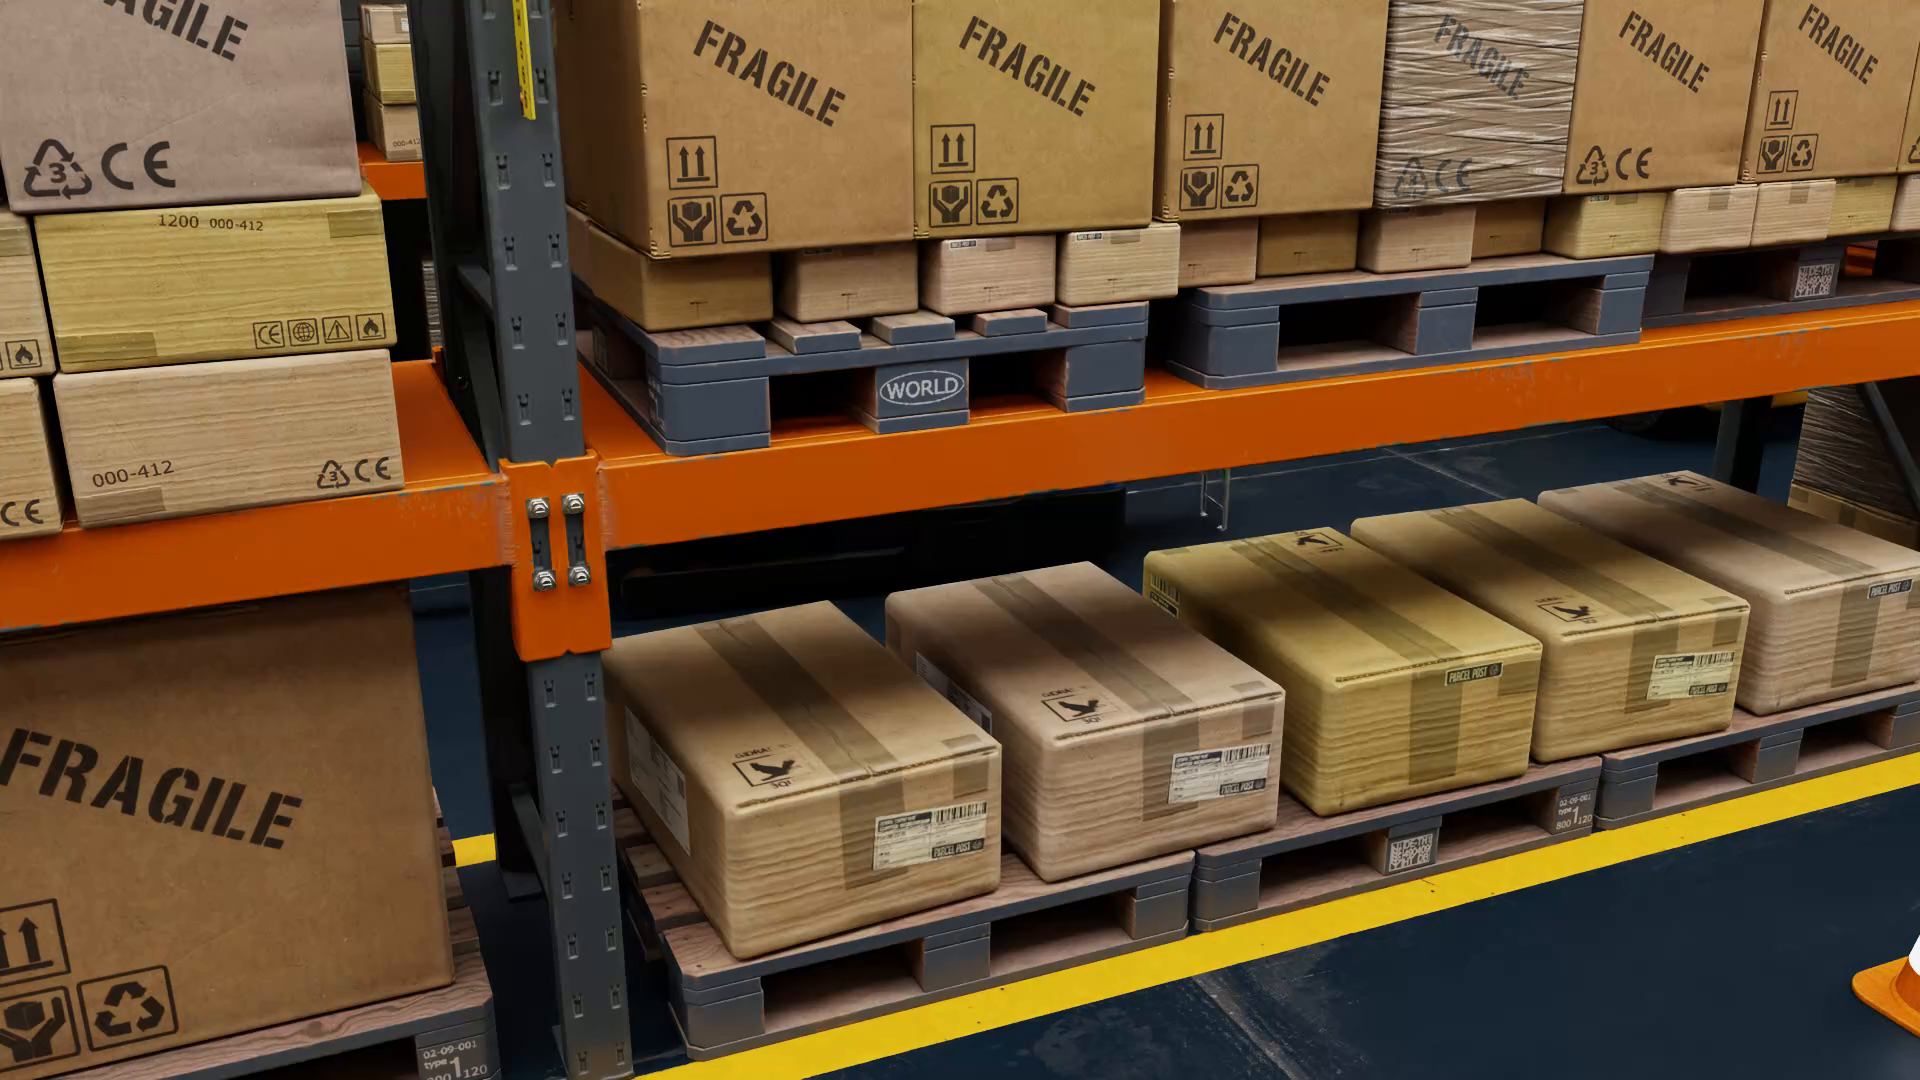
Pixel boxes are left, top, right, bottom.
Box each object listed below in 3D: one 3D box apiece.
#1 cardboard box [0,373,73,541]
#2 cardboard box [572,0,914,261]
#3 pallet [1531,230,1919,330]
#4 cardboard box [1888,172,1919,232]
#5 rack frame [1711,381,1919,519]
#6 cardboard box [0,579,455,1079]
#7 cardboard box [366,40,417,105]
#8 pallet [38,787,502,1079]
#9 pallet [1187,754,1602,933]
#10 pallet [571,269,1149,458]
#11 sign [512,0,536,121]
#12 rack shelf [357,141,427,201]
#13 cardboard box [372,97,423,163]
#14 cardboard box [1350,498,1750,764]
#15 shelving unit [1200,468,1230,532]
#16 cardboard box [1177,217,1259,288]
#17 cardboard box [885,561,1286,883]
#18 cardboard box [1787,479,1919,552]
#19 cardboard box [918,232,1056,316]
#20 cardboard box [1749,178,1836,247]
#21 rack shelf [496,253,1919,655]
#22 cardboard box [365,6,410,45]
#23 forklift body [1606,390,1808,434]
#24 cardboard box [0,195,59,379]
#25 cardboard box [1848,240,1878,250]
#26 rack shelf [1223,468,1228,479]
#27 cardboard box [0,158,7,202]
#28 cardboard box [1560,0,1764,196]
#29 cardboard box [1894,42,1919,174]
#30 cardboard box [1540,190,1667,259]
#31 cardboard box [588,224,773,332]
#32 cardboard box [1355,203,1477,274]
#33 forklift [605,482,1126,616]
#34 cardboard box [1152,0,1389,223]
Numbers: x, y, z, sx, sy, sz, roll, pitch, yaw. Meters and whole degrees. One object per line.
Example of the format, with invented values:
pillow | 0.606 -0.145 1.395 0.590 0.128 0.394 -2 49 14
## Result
cardboard box | -1.745 -0.170 2.714 0.500 0.250 0.500 -8 21 -21
cardboard box | -0.416 -0.833 3.140 0.500 0.500 0.500 -9 21 -23
pallet | 1.993 -0.838 4.675 1.213 0.211 1.003 -8 21 -22
cardboard box | 2.389 -0.913 4.343 0.250 0.149 0.380 -8 21 -21
rack frame | 2.752 -0.985 4.802 0.127 3.000 1.000 -8 21 -22
cardboard box | -1.588 0.411 3.405 0.875 0.875 0.875 -8 21 -22
cardboard box | -2.376 -2.113 7.480 0.500 0.250 0.500 -8 21 -22
pallet | -1.674 0.937 3.542 1.213 0.211 1.003 -8 21 -22
pallet | 0.916 0.595 4.514 1.213 0.211 1.003 -8 21 -22
pallet | -0.308 -0.494 3.698 1.003 0.211 1.213 -8 21 -22
sign | -0.698 -0.836 2.636 0.005 0.325 0.100 -8 21 -22
rack shelf | -1.054 -1.896 8.472 4.000 0.370 1.077 -8 21 -22
cardboard box | -2.386 -1.885 7.585 0.500 0.250 0.500 -8 21 -22
cardboard box | 1.613 0.222 4.699 0.625 0.372 0.950 -7 21 -19
shelving unit | 0.789 -0.617 6.468 0.503 1.200 0.258 -5 20 -14
cardboard box | 0.445 -0.658 3.622 0.250 0.149 0.380 -7 21 -19
cardboard box | 0.277 0.412 4.160 0.625 0.372 0.950 -9 21 -23
cardboard box | 3.189 -0.046 5.643 0.500 0.250 0.500 -7 21 -19
cardboard box | -0.006 -0.573 3.379 0.250 0.149 0.380 -10 22 -25
cardboard box | 1.918 -0.838 4.132 0.250 0.149 0.380 -9 21 -23
rack shelf | 0.916 -0.382 4.175 4.000 0.370 1.077 -8 21 -22
cardboard box | -2.481 -2.277 7.345 0.250 0.149 0.380 -7 21 -20
forklift body | 3.437 -1.818 8.447 1.214 2.155 2.313 -8 21 -22
cardboard box | -1.734 -0.414 2.654 0.500 0.250 0.500 -9 21 -23
cardboard box | 2.927 -1.002 5.228 0.250 0.149 0.380 -8 21 -22
rack shelf | 0.789 -0.330 6.569 0.480 0.148 0.258 -5 20 -14
cardboard box | -1.759 -0.760 2.507 0.500 0.500 0.500 -8 21 -21
cardboard box | 1.488 -1.108 3.921 0.500 0.500 0.500 -7 21 -20
cardboard box | 2.419 -1.240 4.295 0.500 0.500 0.500 -9 21 -23
cardboard box | 1.447 -0.783 3.974 0.250 0.149 0.380 -8 21 -22
cardboard box | -0.548 -0.524 3.240 0.250 0.149 0.380 -9 22 -25
cardboard box | 0.955 -0.722 3.802 0.250 0.149 0.380 -7 21 -20
forklift | -0.956 -1.312 5.835 3.031 2.935 1.130 -5 20 -14
cardboard box | 0.545 -0.975 3.545 0.500 0.500 0.500 -8 21 -21
